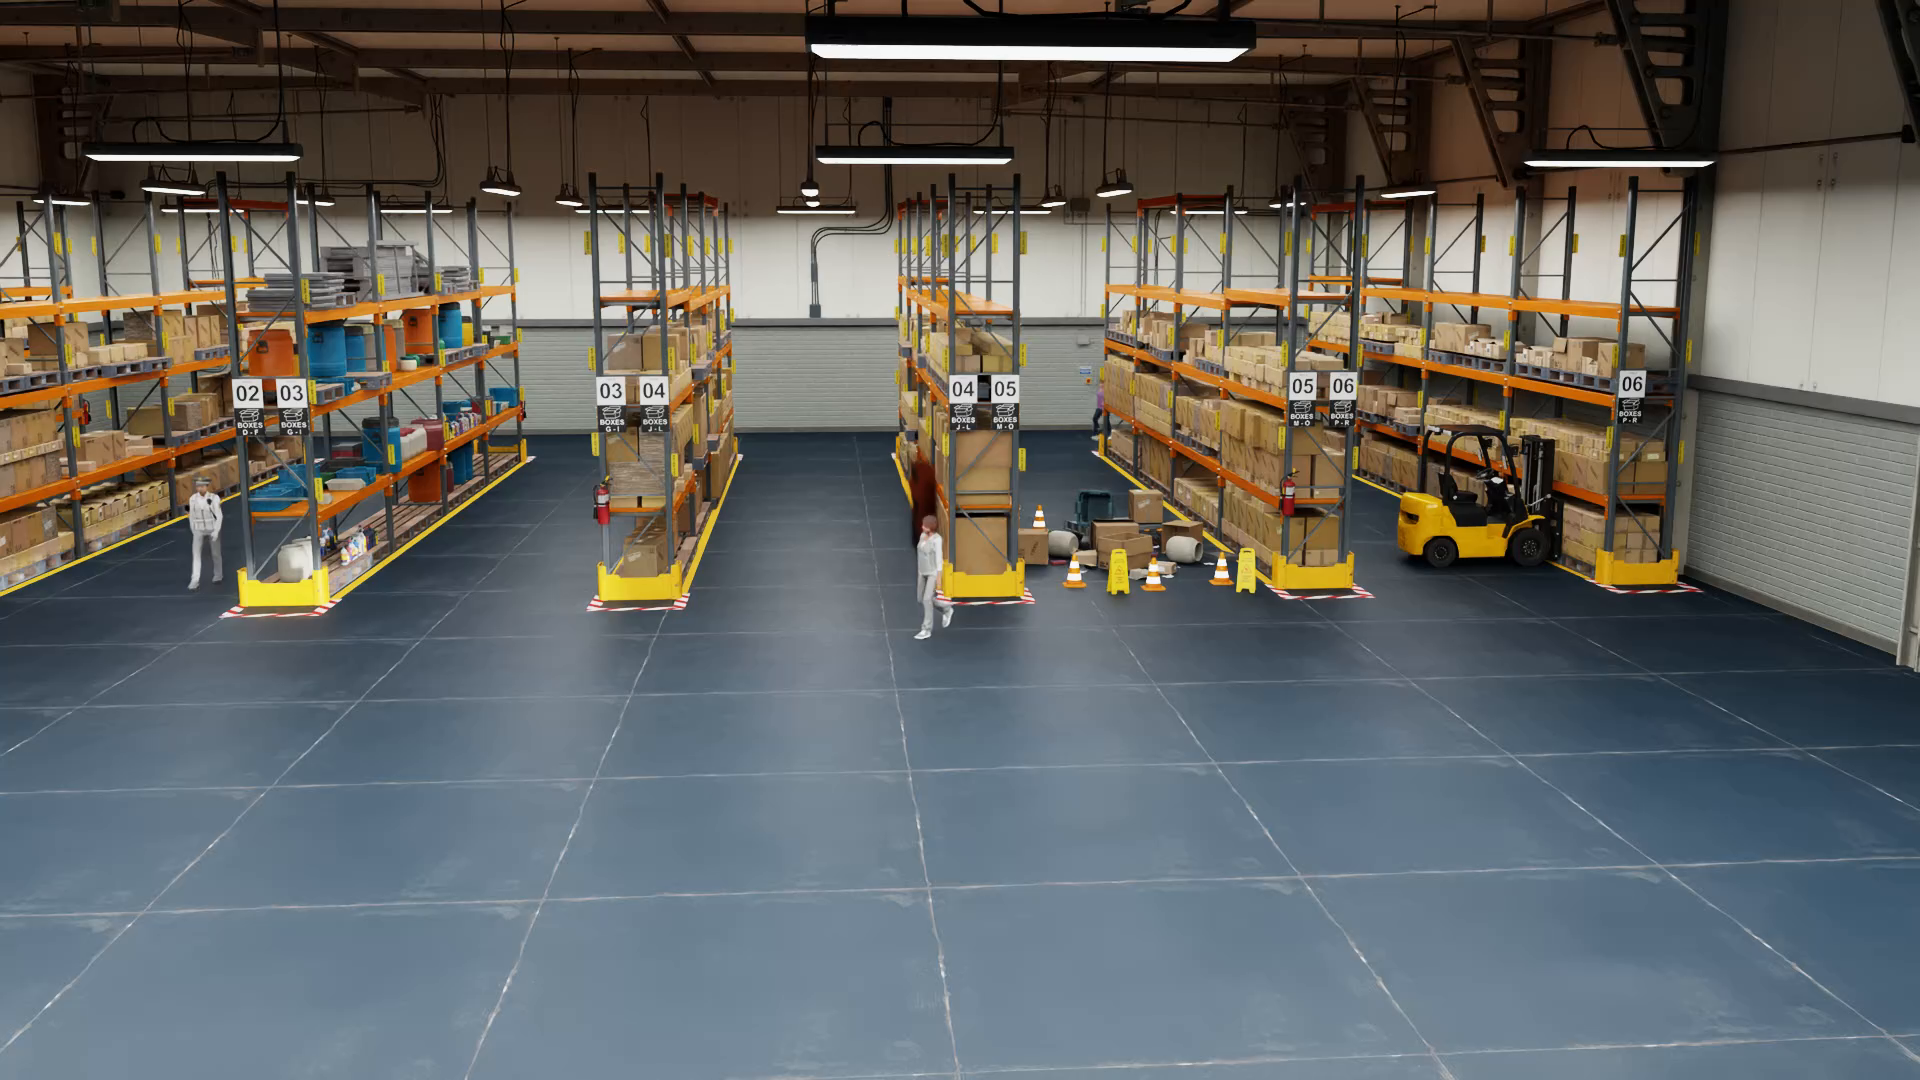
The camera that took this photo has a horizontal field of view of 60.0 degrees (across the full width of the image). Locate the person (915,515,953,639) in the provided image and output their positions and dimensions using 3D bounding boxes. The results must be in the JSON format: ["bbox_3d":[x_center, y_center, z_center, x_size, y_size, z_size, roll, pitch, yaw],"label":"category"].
[{"bbox_3d":[-0.363,0.452,21.534,0.694,1.584,0.469,-8,13,-37],"label":"person"}]

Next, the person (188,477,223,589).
[{"bbox_3d":[-11.188,-0.138,24.662,0.497,1.628,0.941,-3,10,-15],"label":"person"}]

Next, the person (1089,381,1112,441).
[{"bbox_3d":[3.707,-3.386,43.366,0.610,1.643,0.490,-6,12,-30],"label":"person"}]
